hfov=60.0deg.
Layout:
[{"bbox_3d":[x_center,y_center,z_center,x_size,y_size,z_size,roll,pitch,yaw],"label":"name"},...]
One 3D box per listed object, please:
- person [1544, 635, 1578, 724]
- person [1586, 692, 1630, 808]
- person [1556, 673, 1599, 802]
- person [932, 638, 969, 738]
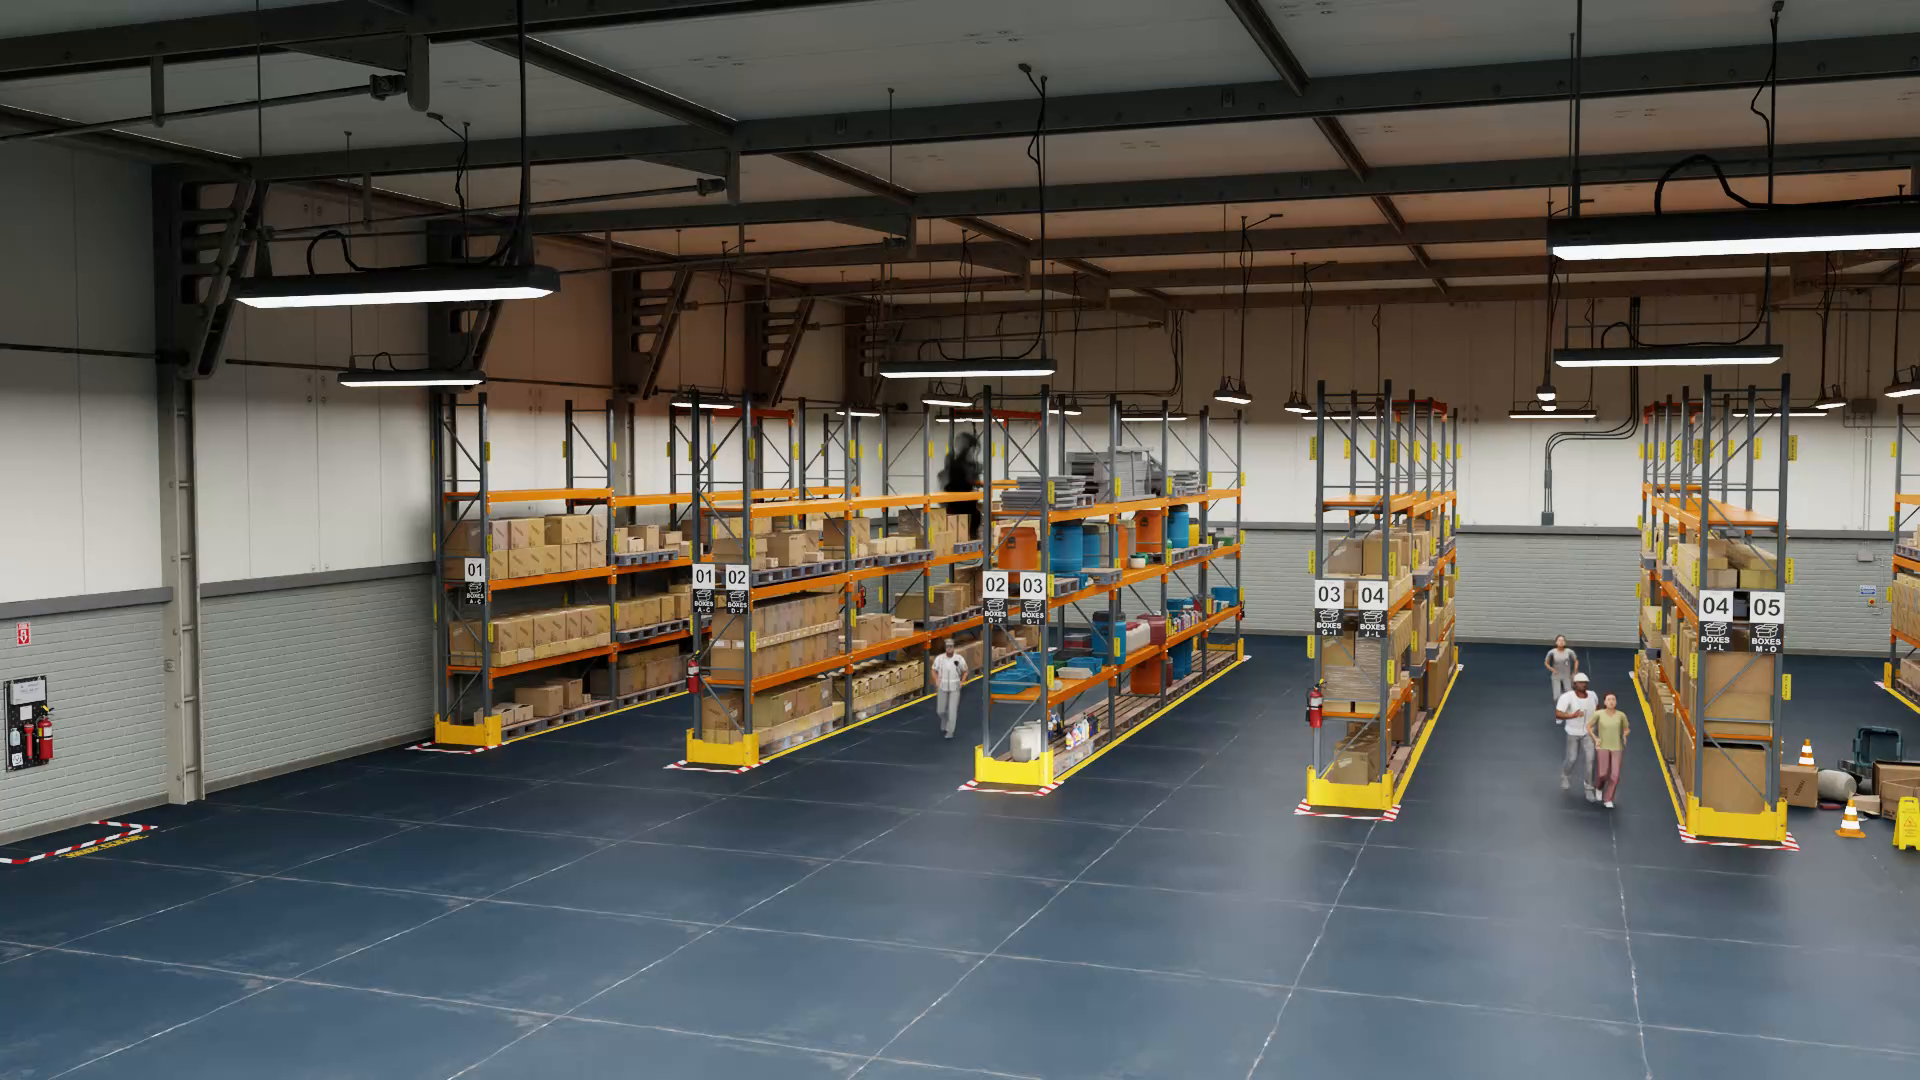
[{"bbox_3d":[11.066,2.562,30.606,0.601,1.630,0.578,1,3,15],"label":"person"},{"bbox_3d":[9.122,2.942,23.352,0.576,1.622,0.544,1,3,11],"label":"person"},{"bbox_3d":[8.960,2.812,24.080,0.721,1.795,0.902,0,3,1],"label":"person"},{"bbox_3d":[-0.176,2.580,29.131,0.655,1.738,0.603,0,3,5],"label":"person"}]
